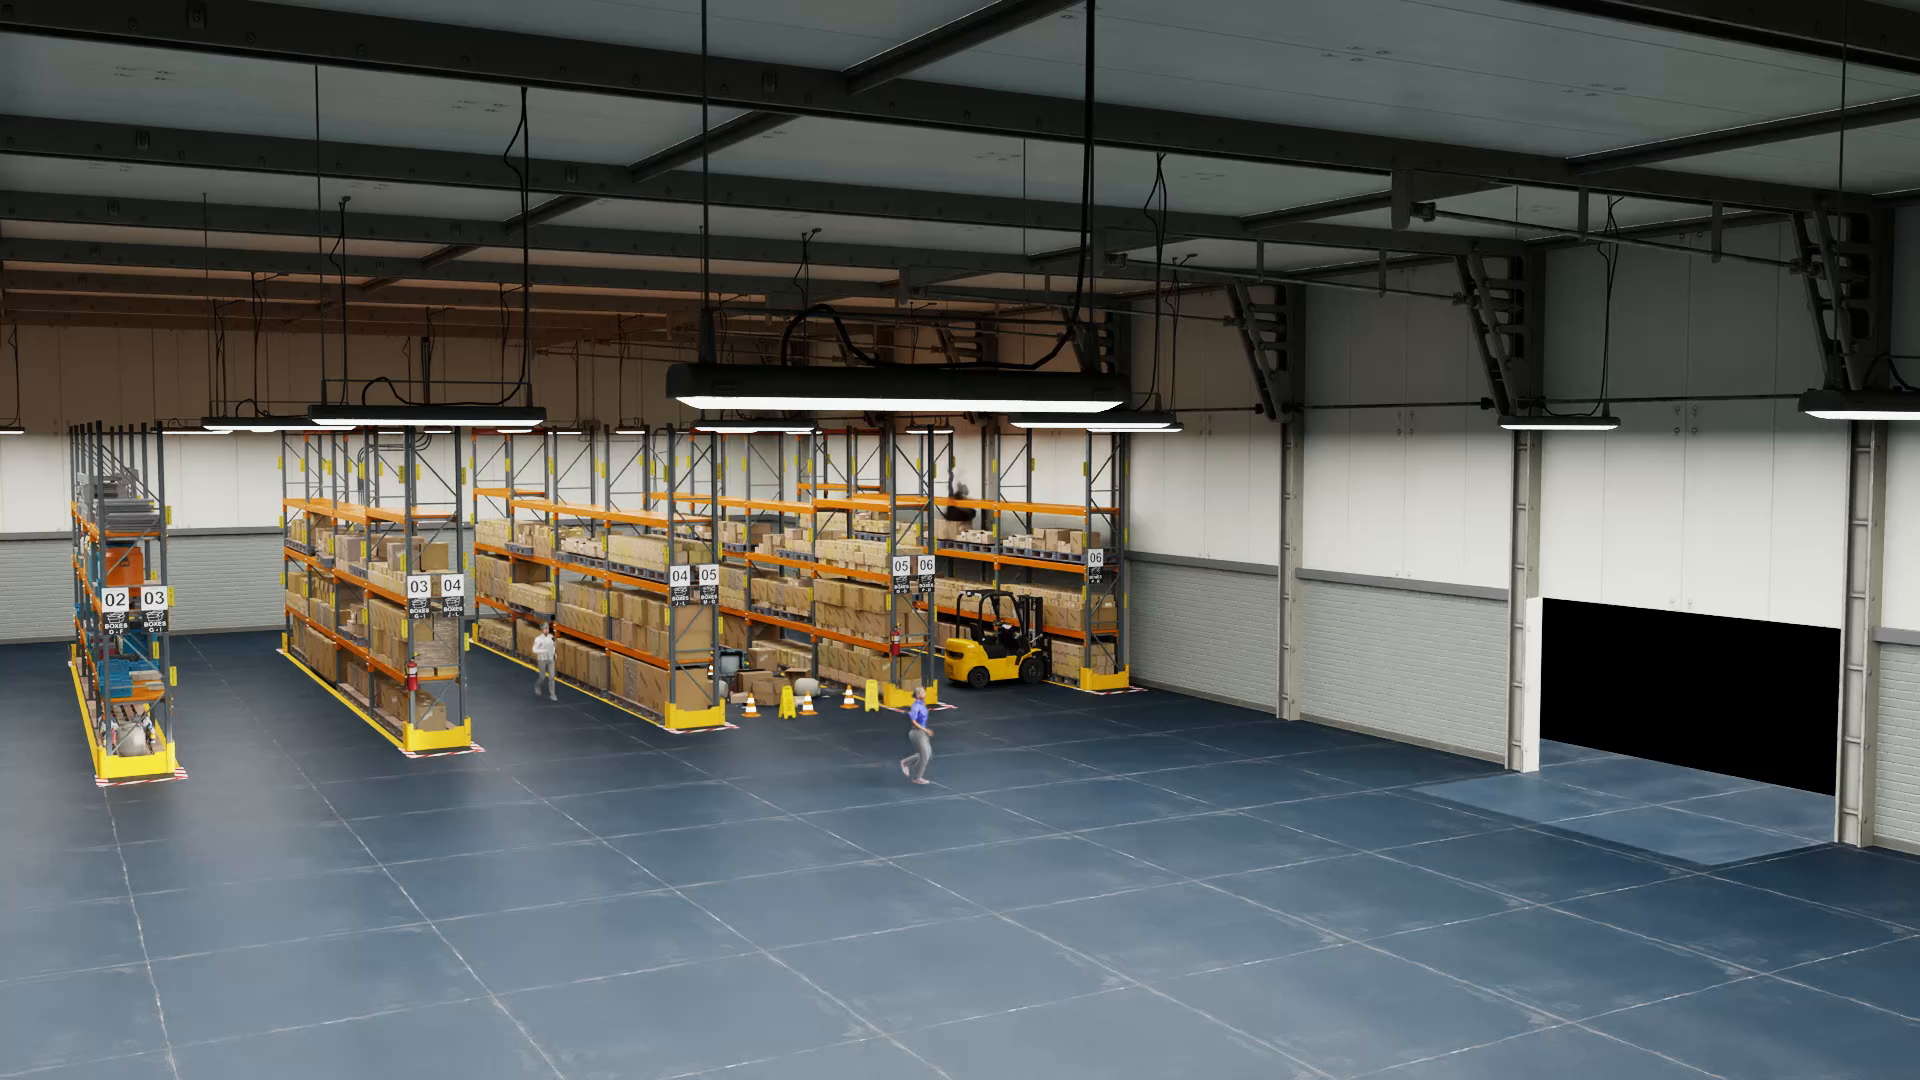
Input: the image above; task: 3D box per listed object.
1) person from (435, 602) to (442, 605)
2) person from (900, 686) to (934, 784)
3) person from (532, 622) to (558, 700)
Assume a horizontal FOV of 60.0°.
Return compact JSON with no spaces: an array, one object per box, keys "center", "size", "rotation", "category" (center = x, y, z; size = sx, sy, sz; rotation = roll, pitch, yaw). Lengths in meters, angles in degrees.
[{"center":[-13.979,2.118,44.678],"size":[0.681,1.681,0.761],"rotation":[-1,4,-18],"category":"person"},{"center":[-0.715,3.221,27.480],"size":[0.592,1.616,0.573],"rotation":[1,4,8],"category":"person"},{"center":[-8.984,2.612,36.115],"size":[0.617,1.667,0.958],"rotation":[-3,4,-37],"category":"person"}]
